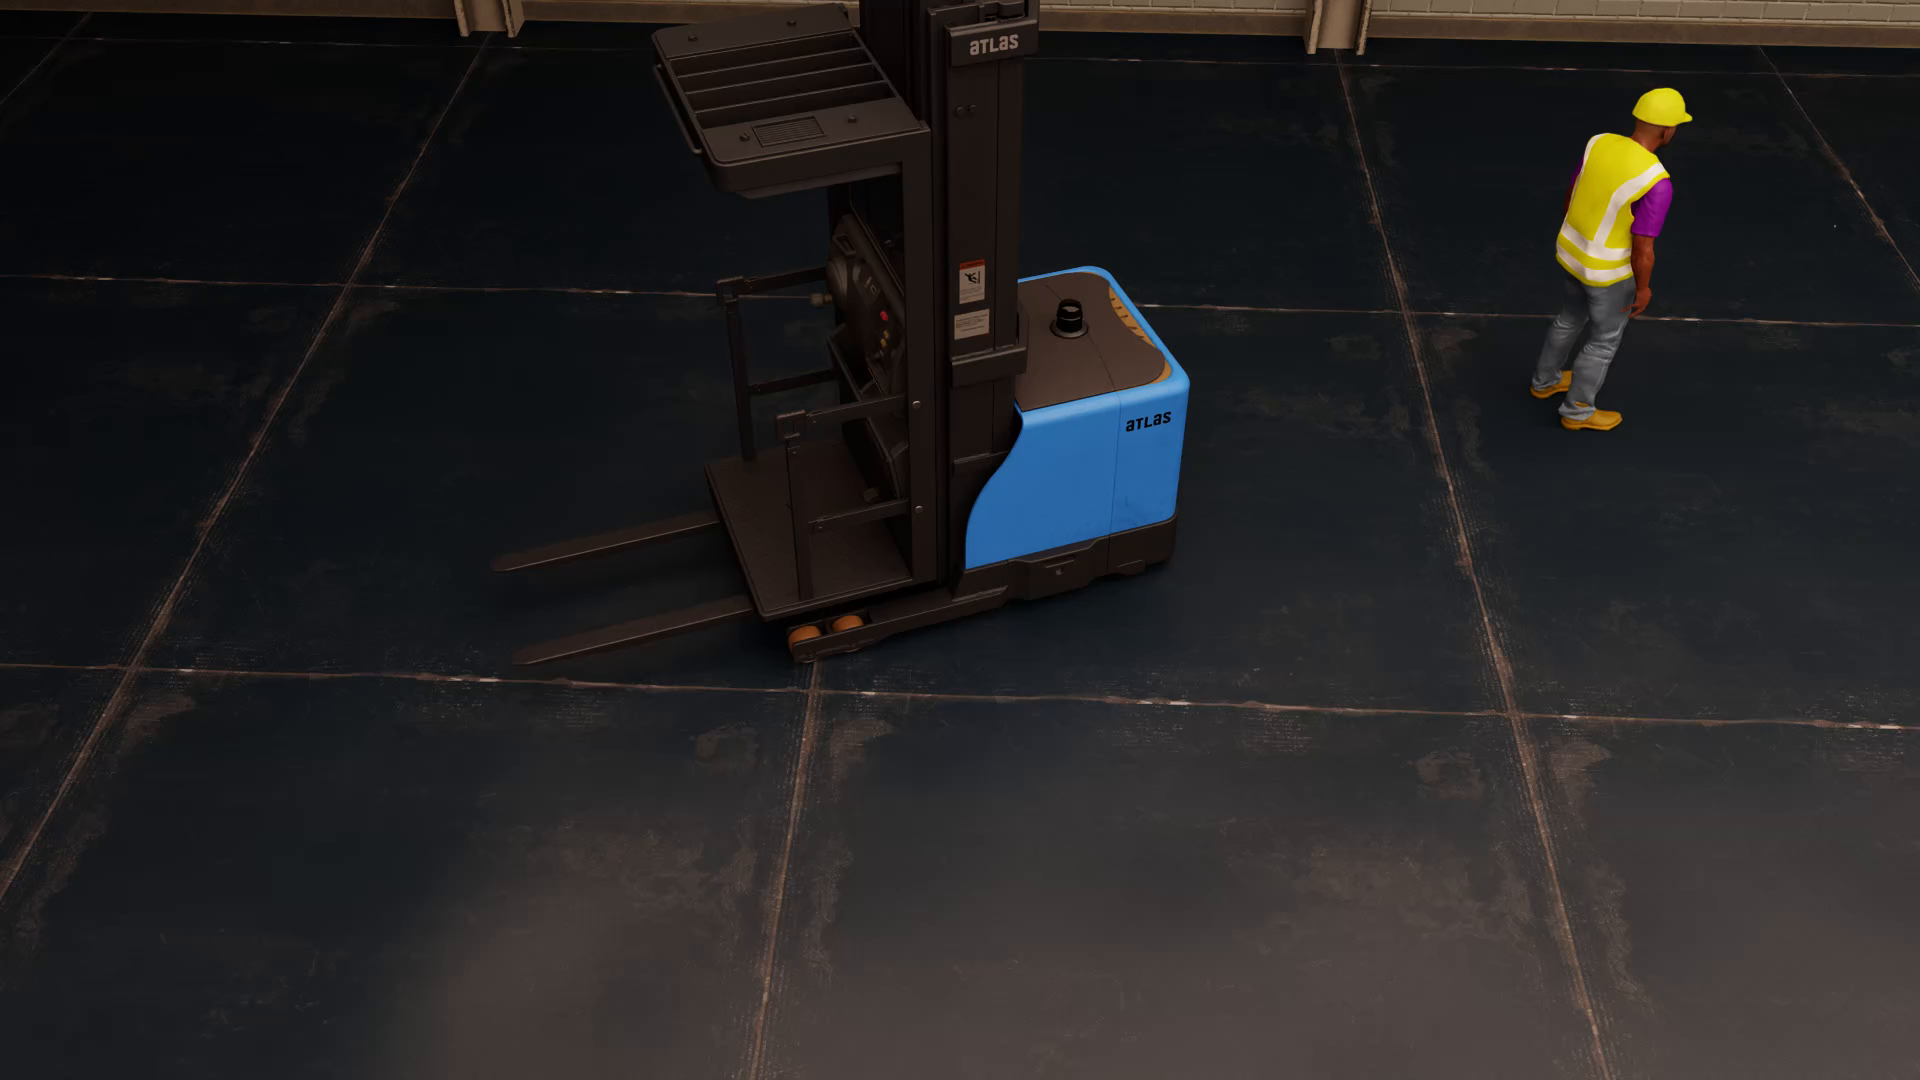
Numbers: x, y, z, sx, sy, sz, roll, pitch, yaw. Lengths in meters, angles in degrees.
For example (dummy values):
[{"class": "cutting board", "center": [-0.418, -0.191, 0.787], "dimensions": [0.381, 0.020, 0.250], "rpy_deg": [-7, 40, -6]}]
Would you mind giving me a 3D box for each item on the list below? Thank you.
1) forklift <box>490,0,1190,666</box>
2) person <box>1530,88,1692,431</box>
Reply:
[{"class": "forklift", "center": [-0.573, -0.945, 6.778], "dimensions": [3.031, 2.935, 1.130], "rpy_deg": [-13, 44, -14]}, {"class": "person", "center": [3.155, -1.367, 8.112], "dimensions": [0.463, 1.759, 0.626], "rpy_deg": [-13, 44, -14]}]
